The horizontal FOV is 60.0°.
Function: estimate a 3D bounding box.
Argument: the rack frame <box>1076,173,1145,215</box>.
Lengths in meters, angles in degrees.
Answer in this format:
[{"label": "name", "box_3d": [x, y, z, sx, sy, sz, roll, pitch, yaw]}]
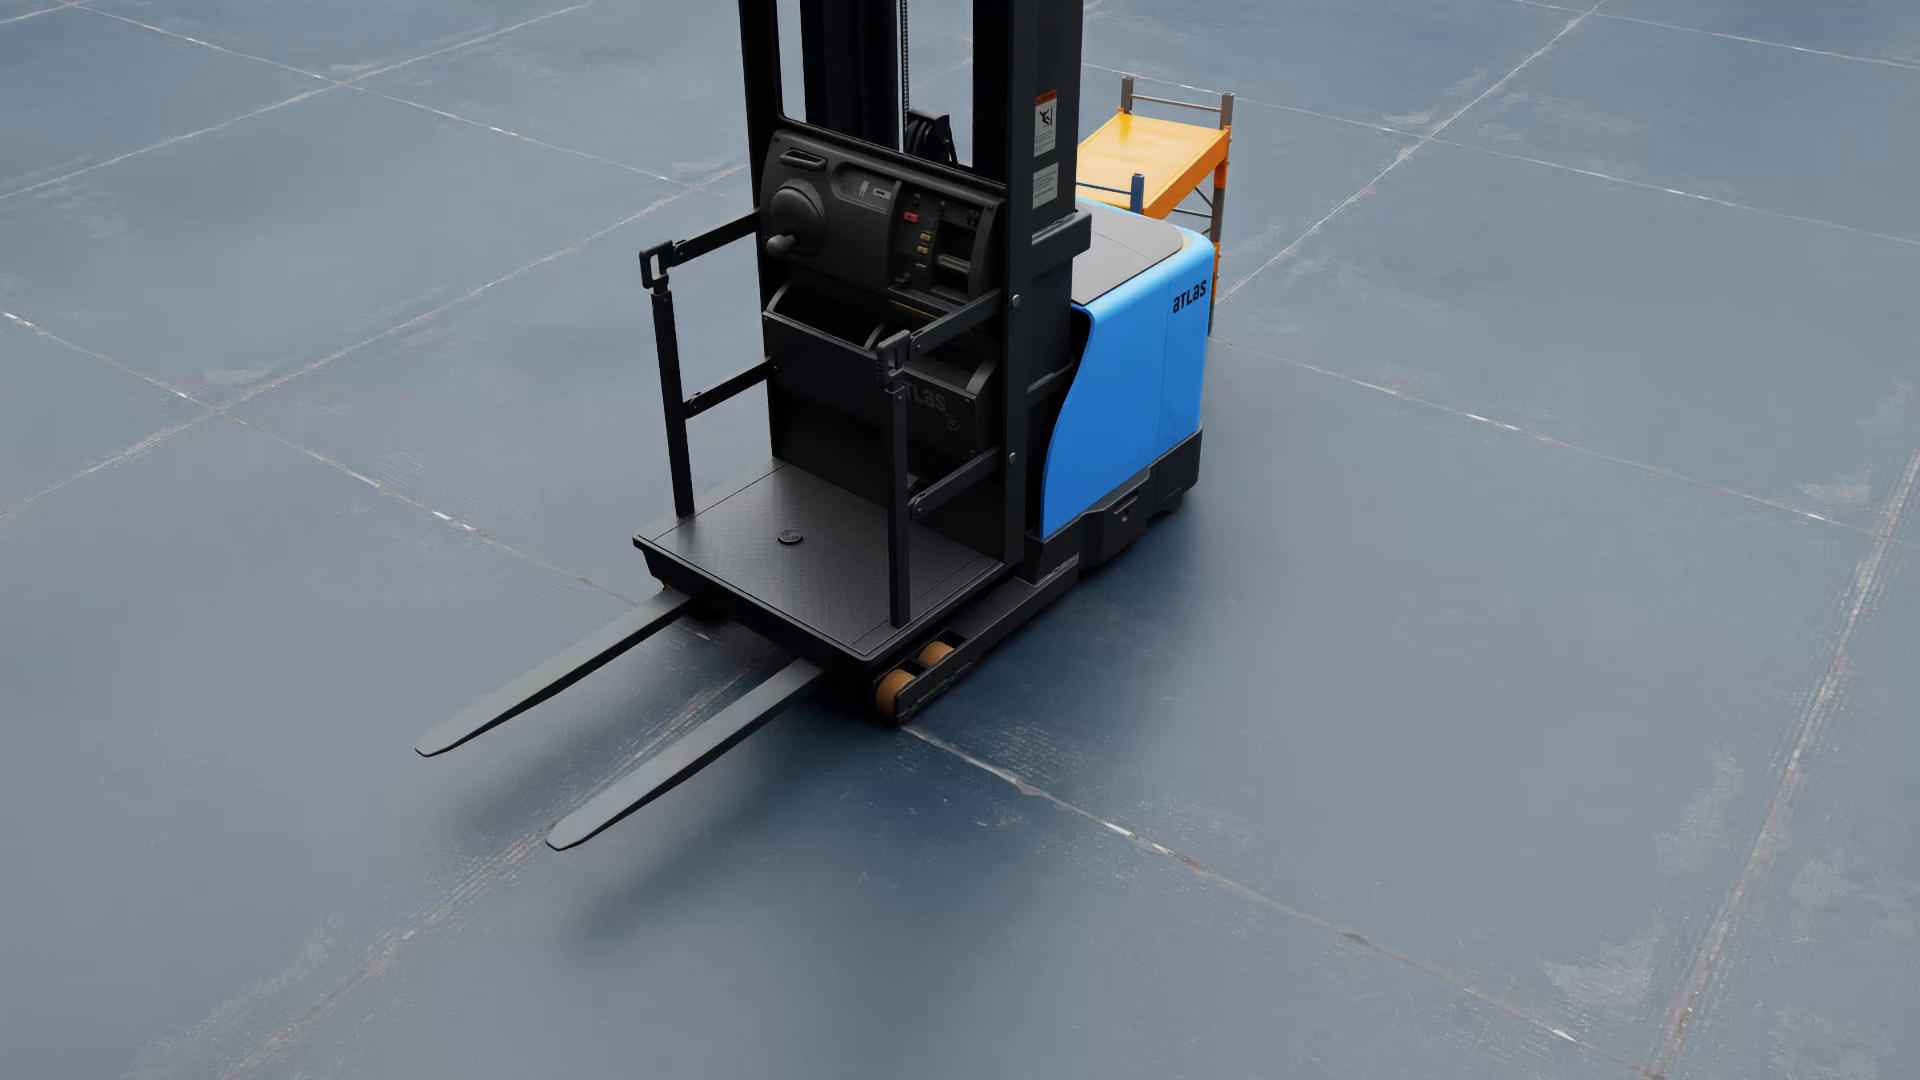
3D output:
[{"label": "rack frame", "box_3d": [0.470, -0.972, 6.683, 0.500, 1.125, 0.032, 16, 37, 22]}]

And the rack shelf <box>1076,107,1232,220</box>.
[{"label": "rack shelf", "box_3d": [0.701, -1.468, 6.894, 0.538, 0.278, 1.000, 16, 37, 22]}]

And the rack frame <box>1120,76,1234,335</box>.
[{"label": "rack frame", "box_3d": [0.931, -1.479, 7.434, 0.500, 1.125, 0.032, 16, 37, 22]}]

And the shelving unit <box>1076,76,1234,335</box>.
[{"label": "shelving unit", "box_3d": [0.701, -1.226, 7.058, 0.538, 1.125, 1.048, 16, 37, 22]}]

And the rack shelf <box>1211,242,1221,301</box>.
[{"label": "rack shelf", "box_3d": [0.701, -1.023, 7.195, 0.538, 0.278, 1.000, 16, 37, 22]}]

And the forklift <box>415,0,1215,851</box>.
[{"label": "forklift", "box_3d": [-0.399, -0.944, 5.030, 1.130, 2.935, 3.031, 25, 41, 32]}]
